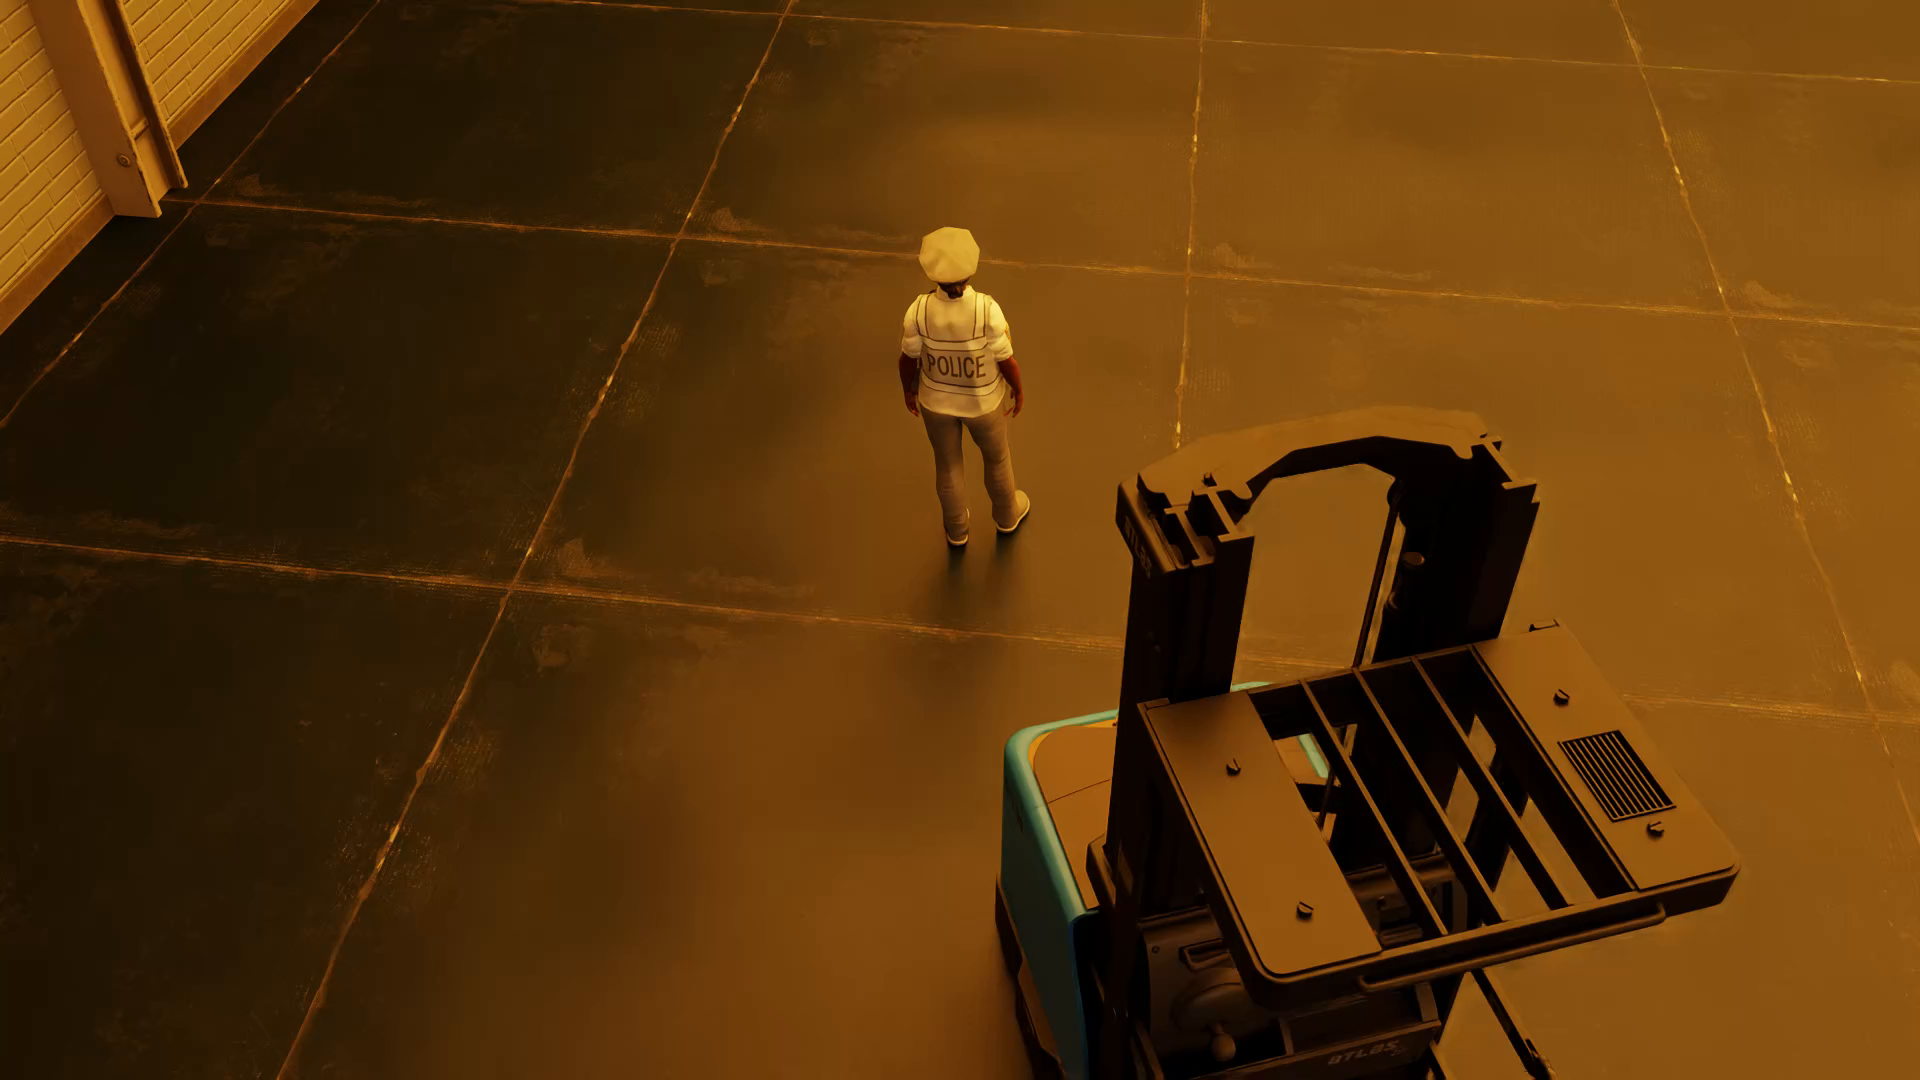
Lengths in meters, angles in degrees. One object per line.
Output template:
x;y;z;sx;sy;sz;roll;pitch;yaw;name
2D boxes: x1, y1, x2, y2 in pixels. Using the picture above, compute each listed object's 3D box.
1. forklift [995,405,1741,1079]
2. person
1.005;1.236;4.378;1.130;2.935;3.031;-10;44;-11;forklift
0.029;-0.677;7.366;0.570;1.694;0.528;5;43;6;person
